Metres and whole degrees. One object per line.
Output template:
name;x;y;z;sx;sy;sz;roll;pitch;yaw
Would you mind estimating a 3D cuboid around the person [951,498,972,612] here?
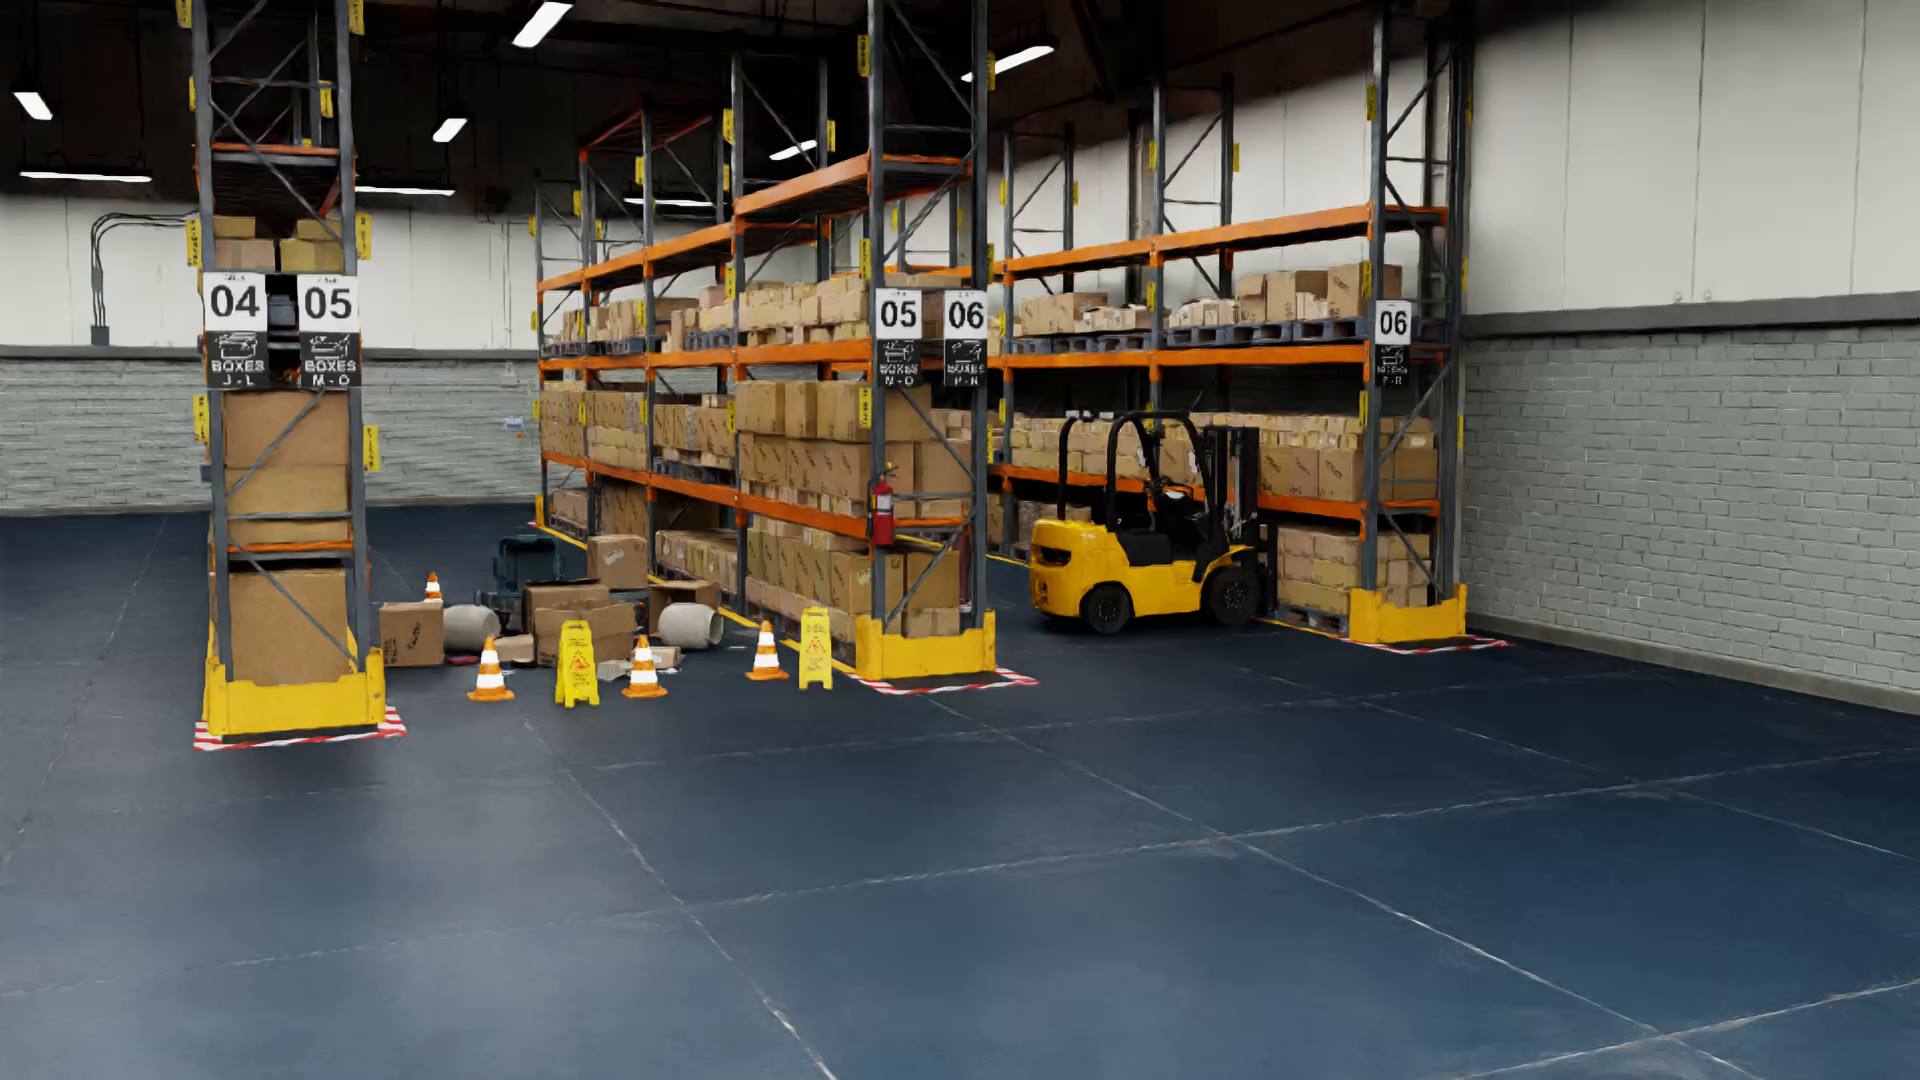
person;0.049;-0.087;17.669;0.366;1.679;0.538;0;5;-5
